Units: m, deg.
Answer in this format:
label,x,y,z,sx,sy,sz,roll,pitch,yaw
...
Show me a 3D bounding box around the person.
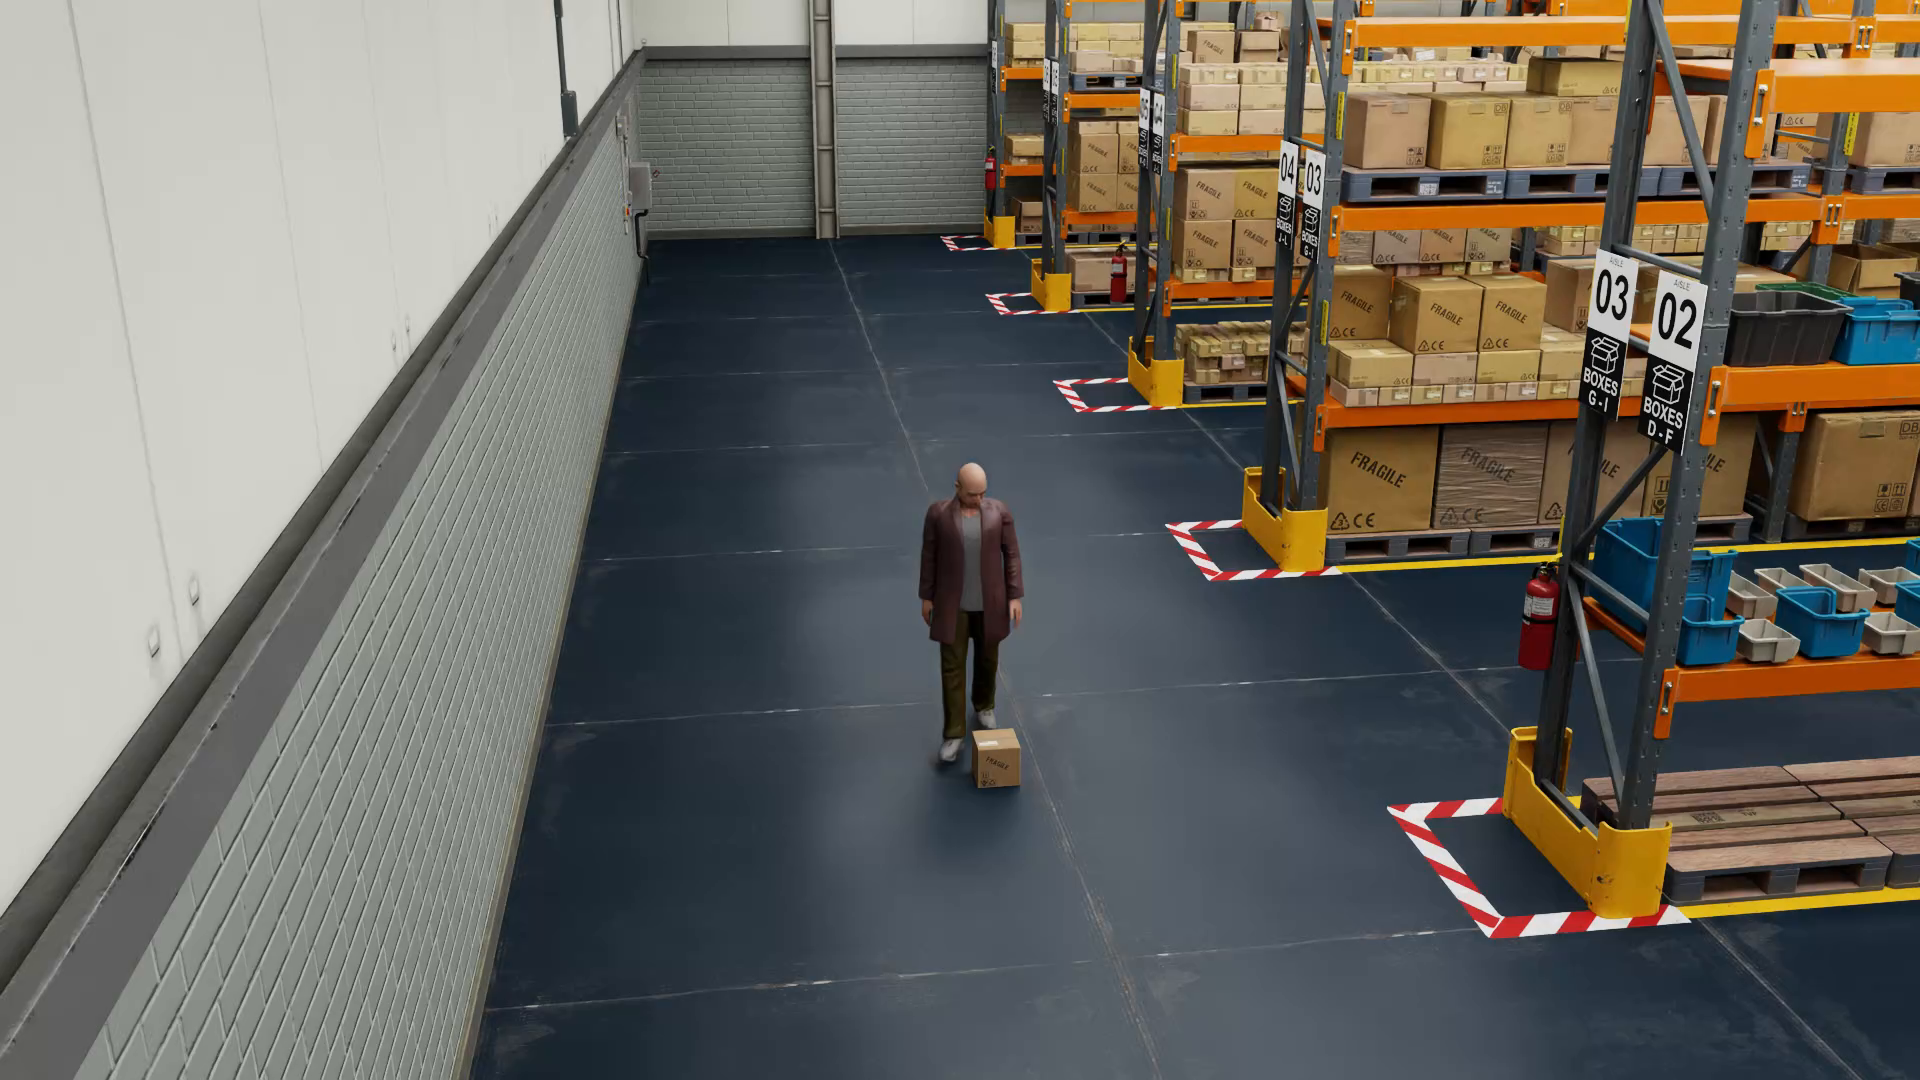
label,x,y,z,sx,sy,sz,roll,pitch,yaw
person,0.145,0.426,9.997,0.581,1.845,0.537,-2,20,-7
